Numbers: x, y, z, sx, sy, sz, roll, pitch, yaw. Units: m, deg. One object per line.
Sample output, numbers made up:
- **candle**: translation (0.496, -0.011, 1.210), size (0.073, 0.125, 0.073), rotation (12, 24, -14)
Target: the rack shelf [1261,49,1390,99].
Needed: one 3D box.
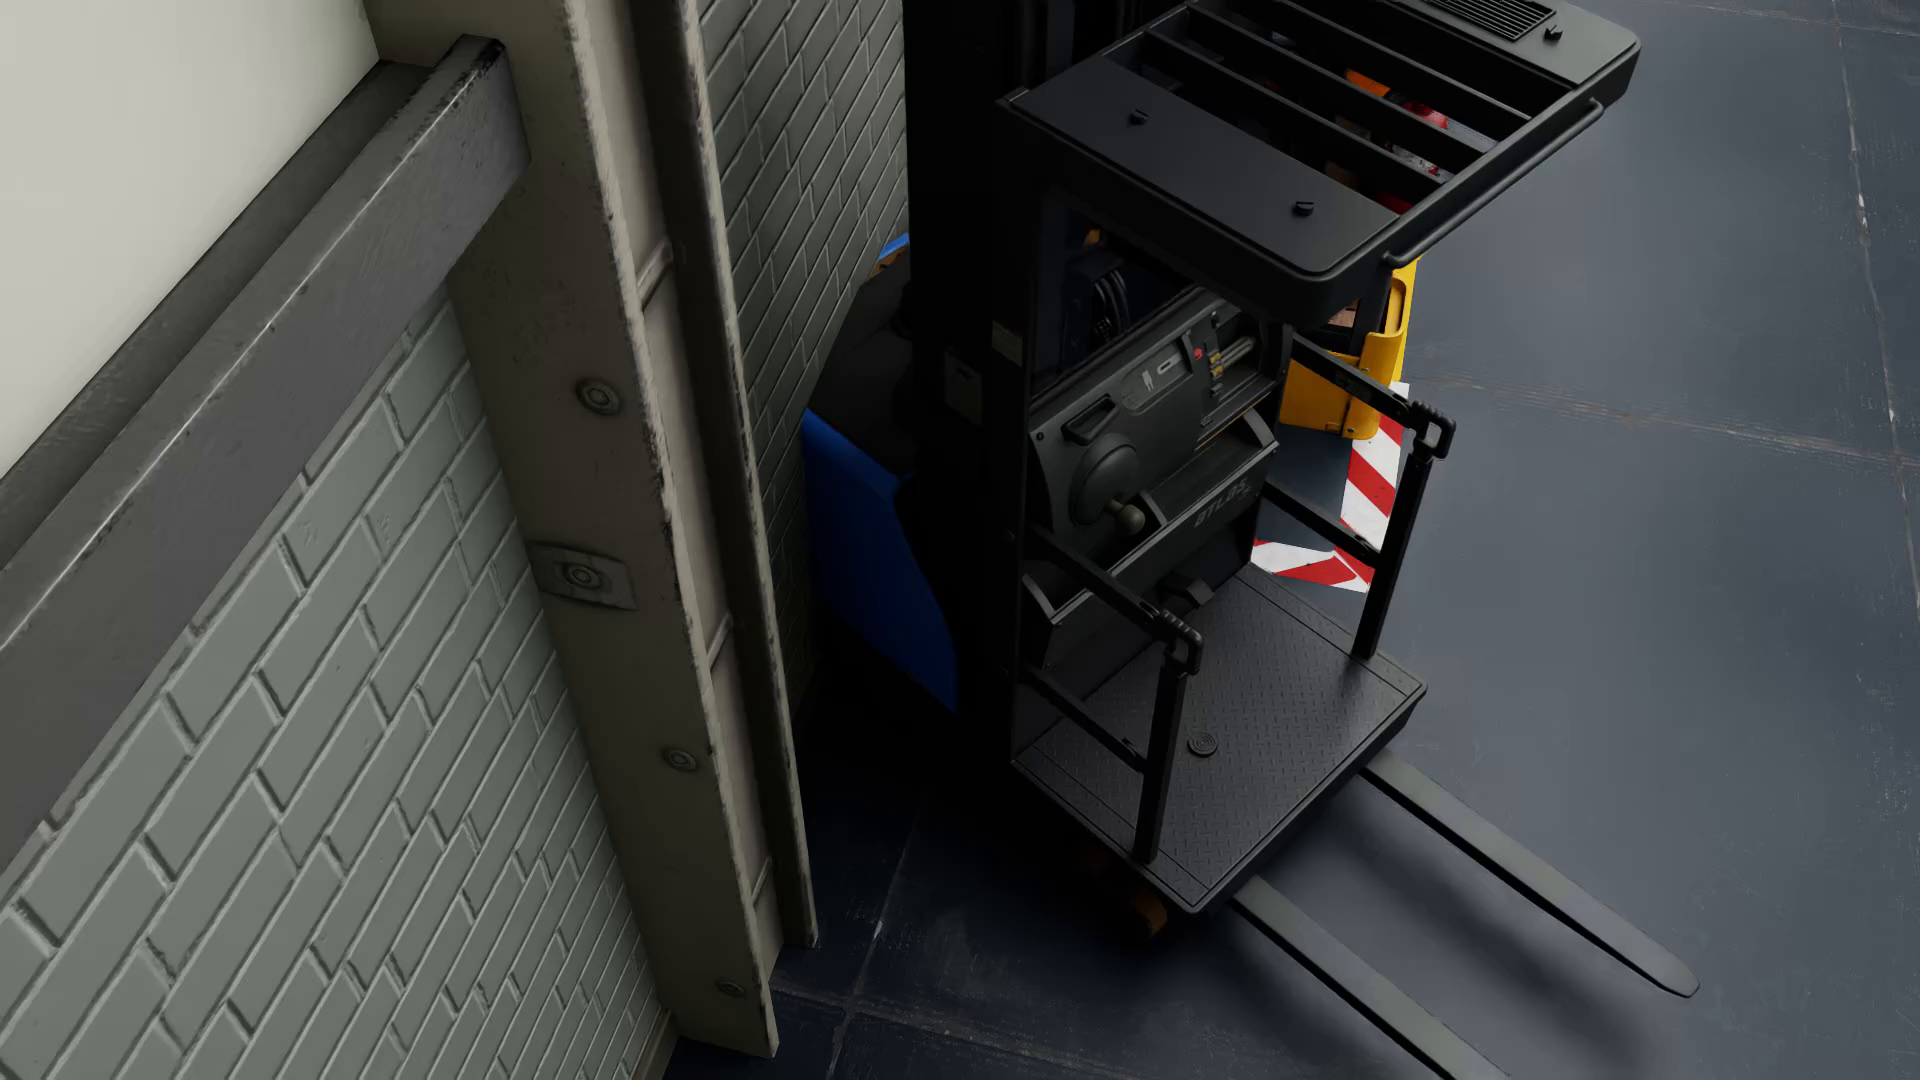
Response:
- **rack shelf**: translation (1.502, -2.739, 6.647), size (1.077, 0.370, 4.000), rotation (12, 50, 10)

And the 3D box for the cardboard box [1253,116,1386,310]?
- **cardboard box**: translation (1.228, -1.267, 6.252), size (0.797, 0.503, 0.637), rotation (10, 49, 9)

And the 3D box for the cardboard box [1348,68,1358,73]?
- **cardboard box**: translation (1.327, -1.631, 5.356), size (0.380, 0.149, 0.250), rotation (11, 50, 10)

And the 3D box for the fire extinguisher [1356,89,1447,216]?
- **fire extinguisher**: translation (1.383, -1.184, 5.094), size (0.296, 0.674, 0.183), rotation (12, 50, 10)

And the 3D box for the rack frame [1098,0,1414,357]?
- **rack frame**: translation (0.976, -1.530, 5.100), size (1.000, 3.000, 0.127), rotation (12, 50, 10)

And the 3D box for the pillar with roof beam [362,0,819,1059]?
- **pillar with roof beam**: translation (3.550, -0.894, 0.537), size (9.100, 9.000, 0.400), rotation (12, 50, 10)

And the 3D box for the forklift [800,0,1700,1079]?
- **forklift**: translation (0.667, -0.277, 4.040), size (1.130, 2.935, 3.031), rotation (-36, 58, -28)

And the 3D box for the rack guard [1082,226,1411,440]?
- **rack guard**: translation (0.996, -0.758, 6.086), size (1.175, 0.500, 0.348), rotation (12, 50, 10)

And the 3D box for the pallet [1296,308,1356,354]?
- **pallet**: translation (1.205, -1.239, 6.703), size (1.003, 0.211, 1.213), rotation (12, 50, 10)
